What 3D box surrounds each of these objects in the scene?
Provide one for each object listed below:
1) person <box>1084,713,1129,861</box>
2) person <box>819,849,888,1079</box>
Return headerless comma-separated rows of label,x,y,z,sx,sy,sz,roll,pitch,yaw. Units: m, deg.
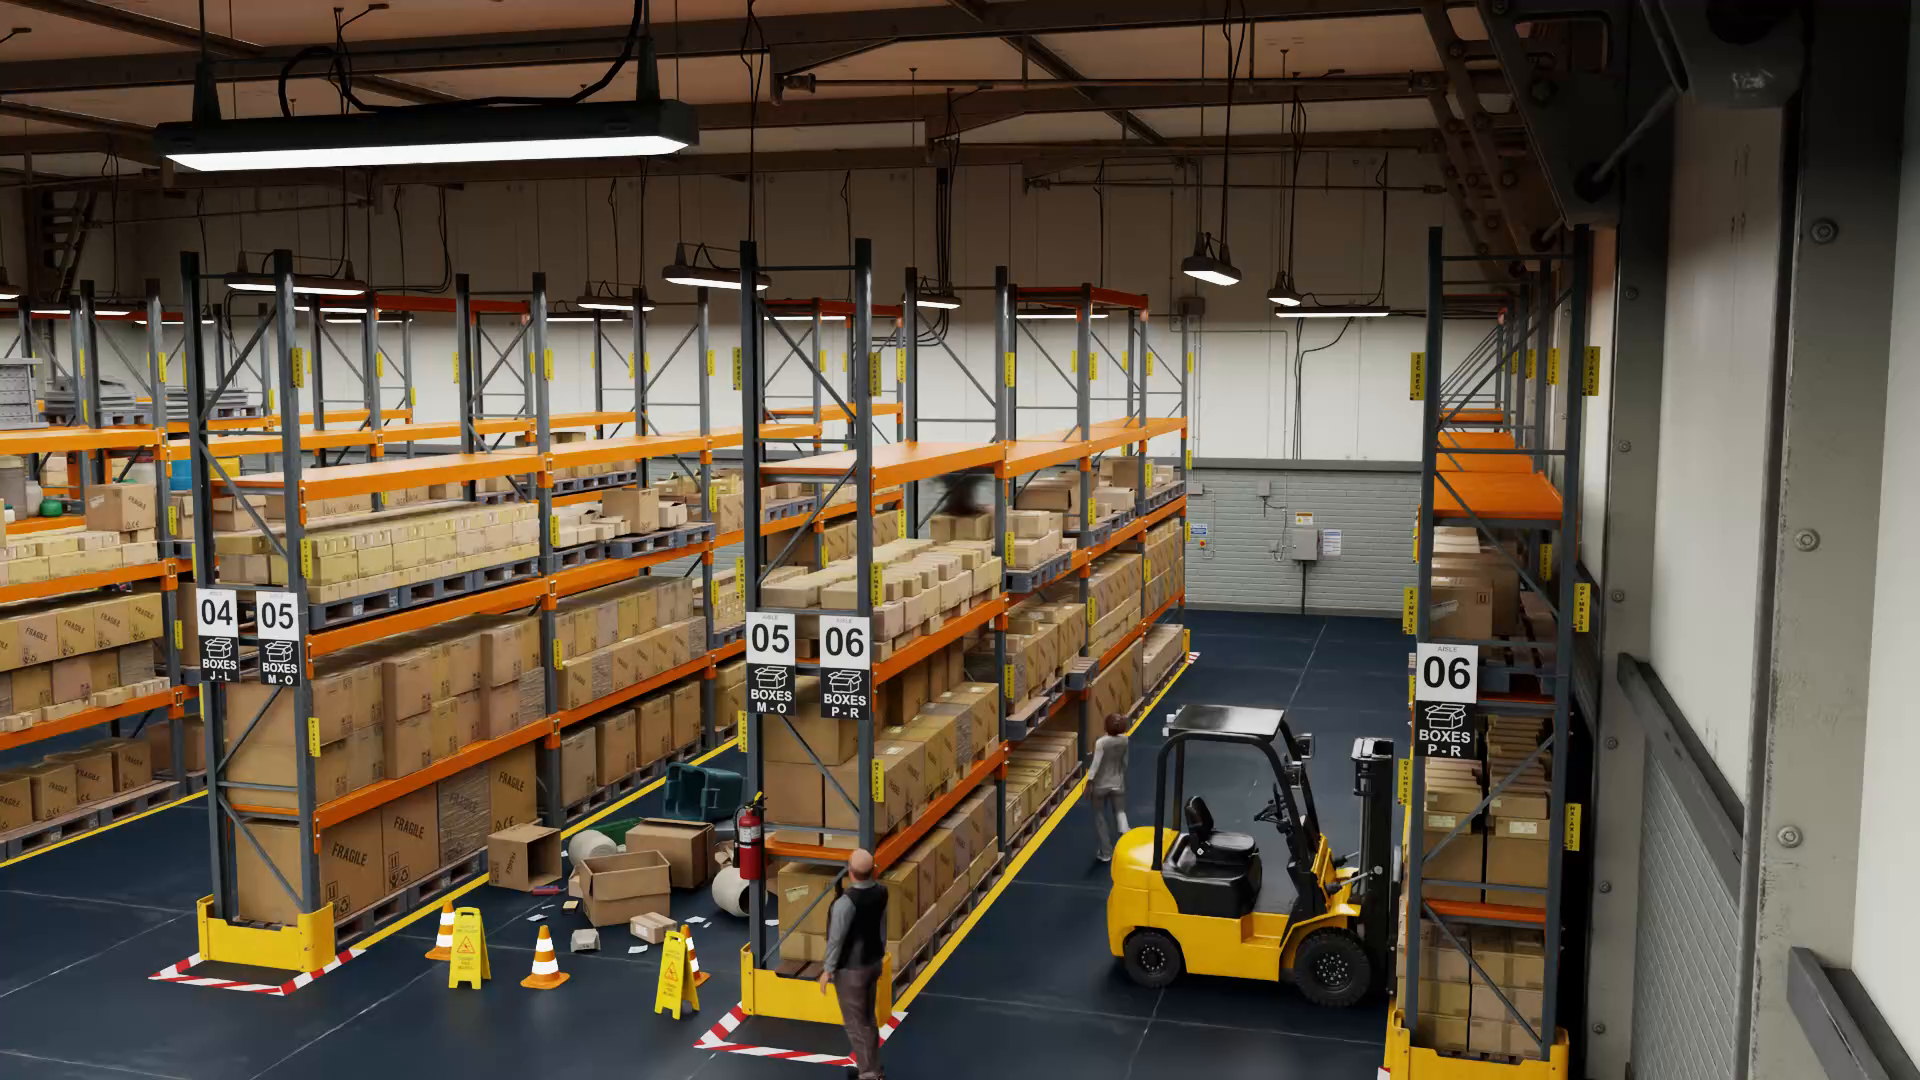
person,1.496,2.517,16.817,0.462,1.560,0.614,-1,7,-13
person,-0.717,3.015,11.669,0.429,1.733,0.552,3,7,24
